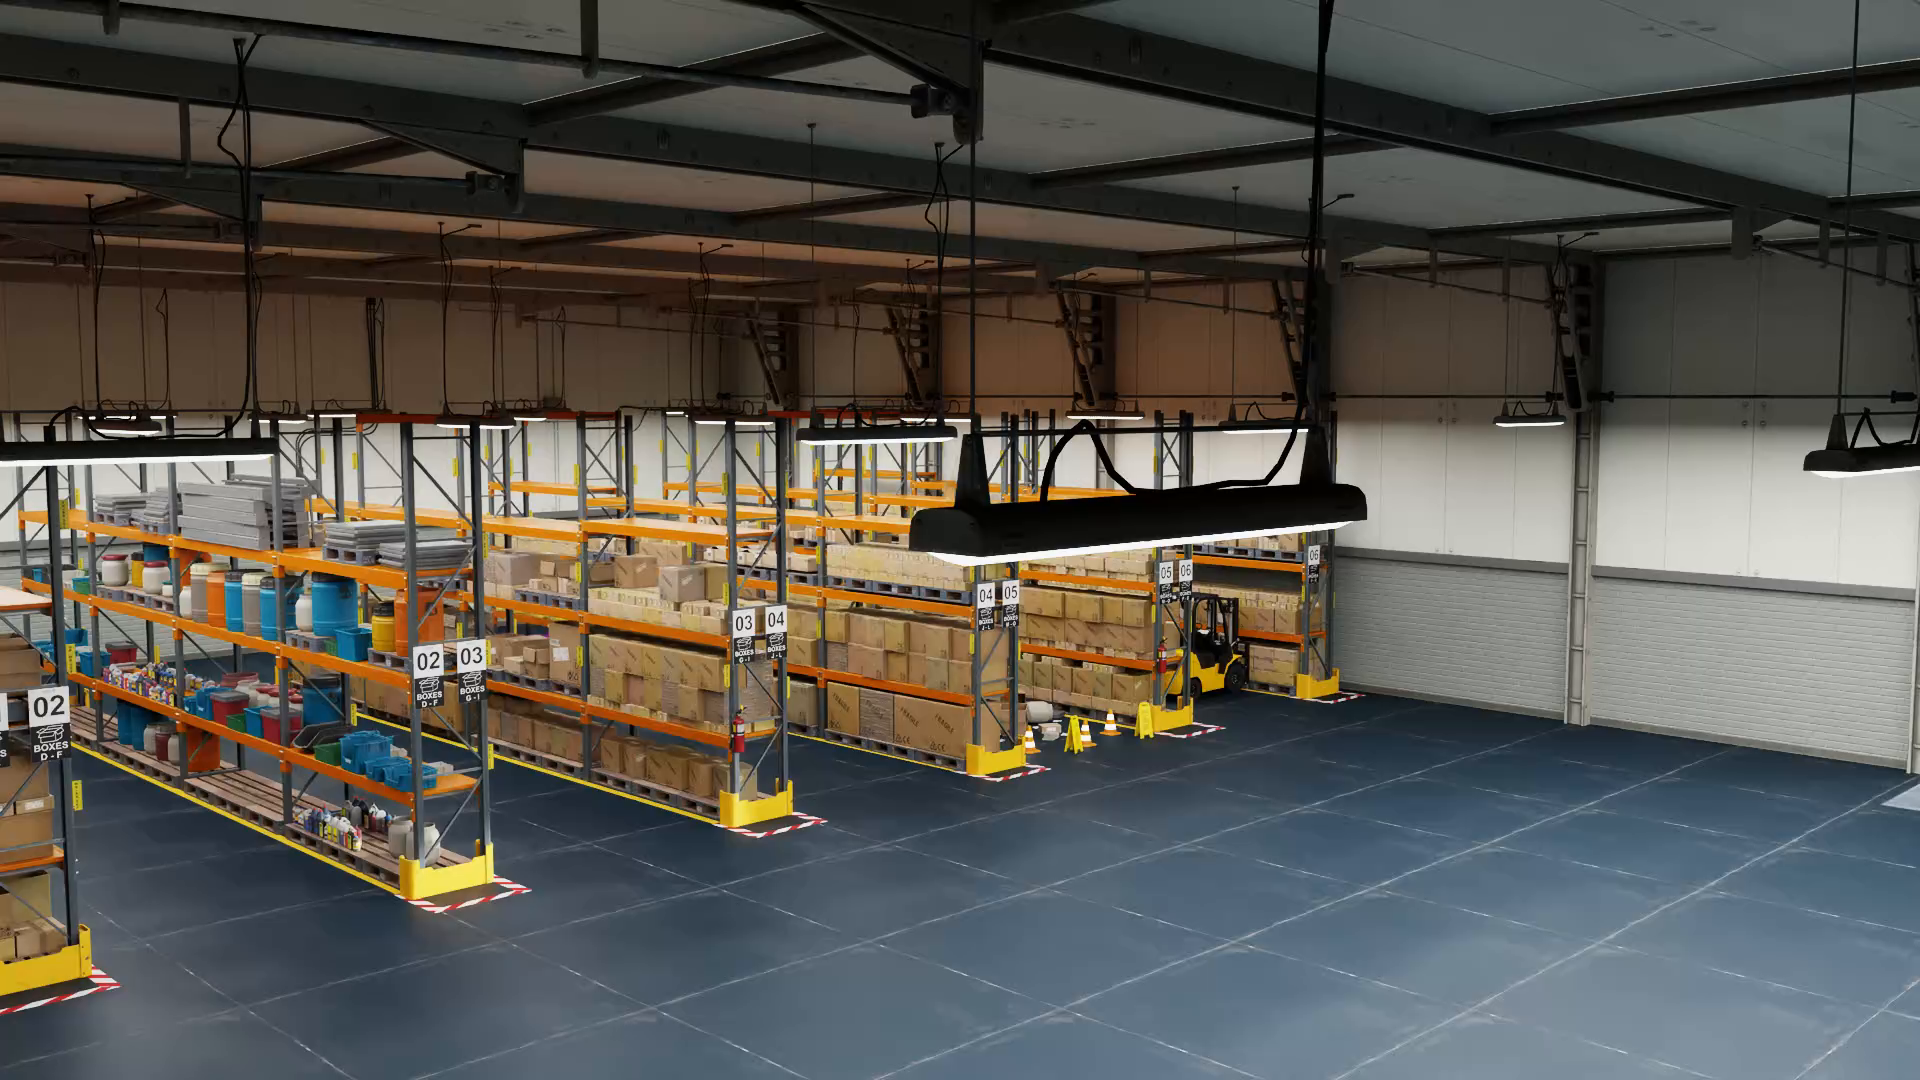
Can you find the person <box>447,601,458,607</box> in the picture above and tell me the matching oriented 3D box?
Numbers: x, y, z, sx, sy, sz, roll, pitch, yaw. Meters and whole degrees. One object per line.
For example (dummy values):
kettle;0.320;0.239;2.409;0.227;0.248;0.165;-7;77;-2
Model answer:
person;-11.810;2.219;38.207;0.691;1.663;0.736;-3;6;-27
